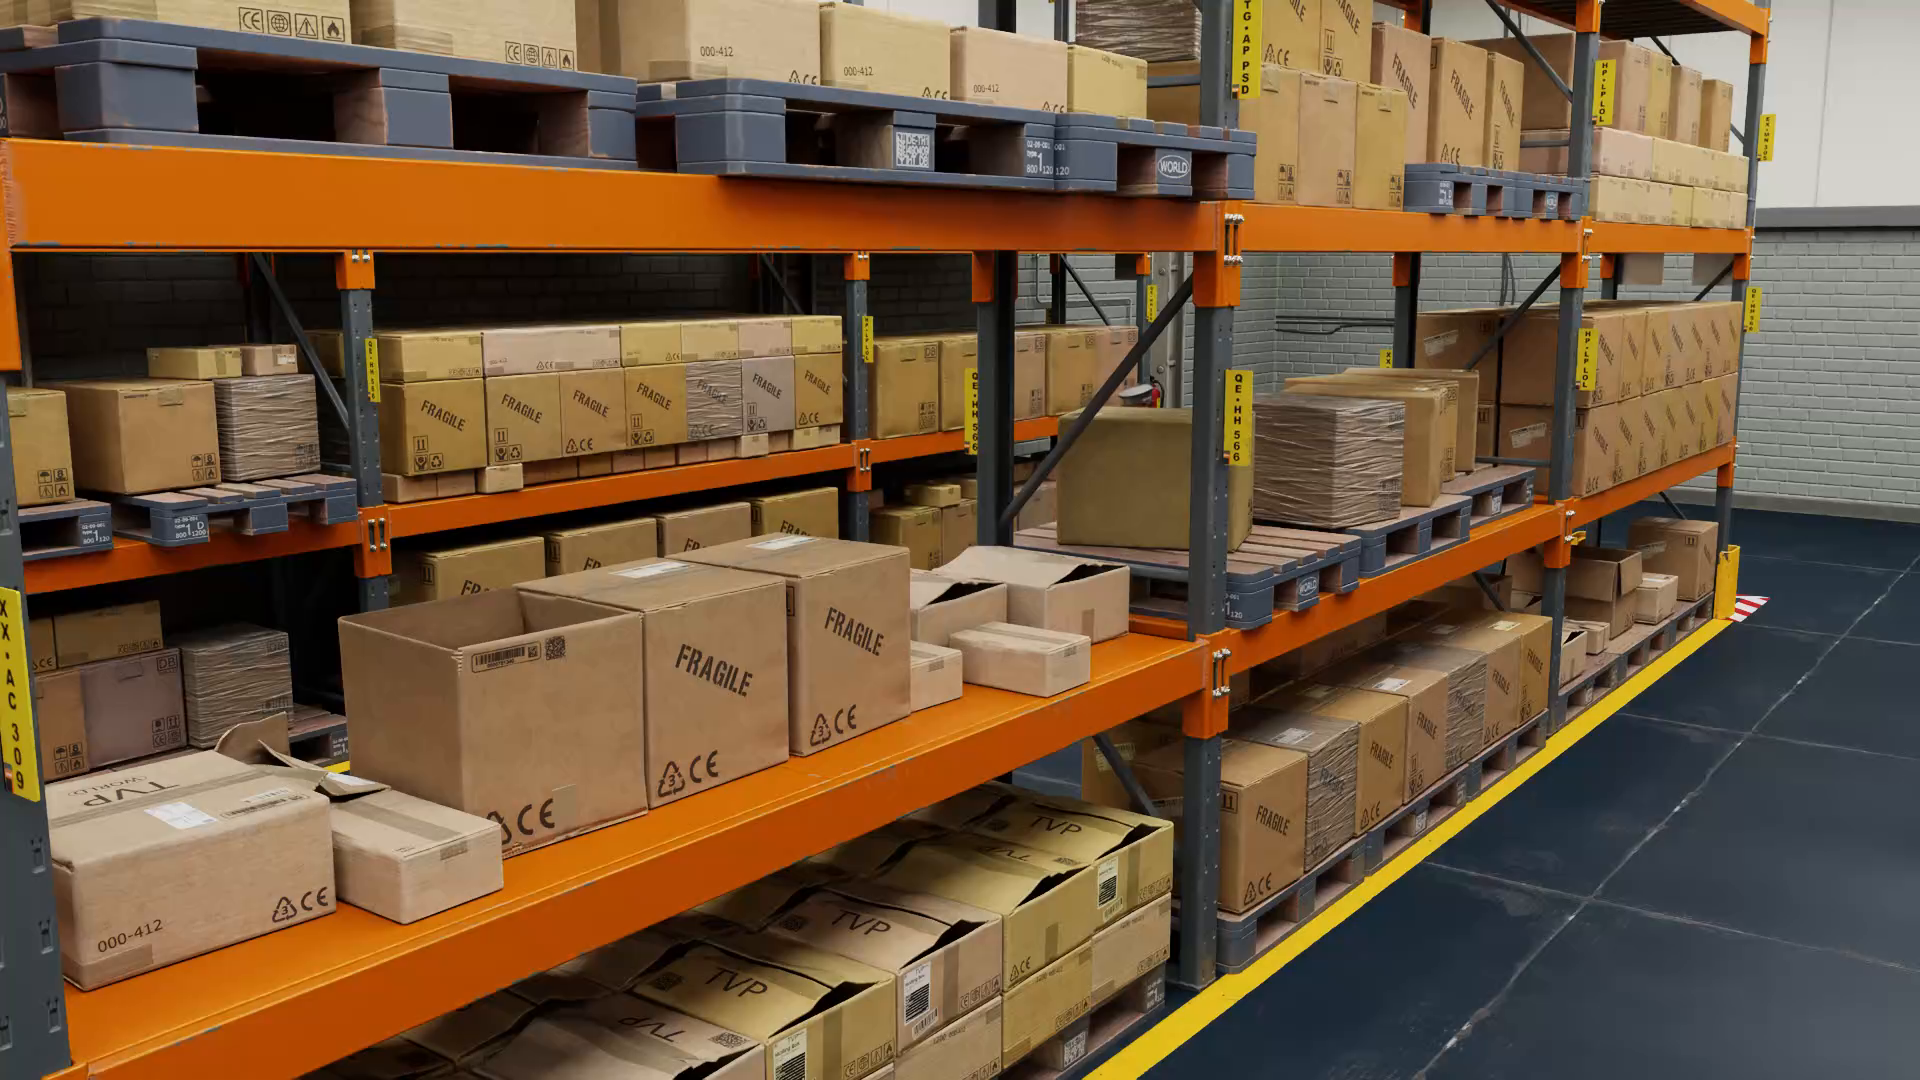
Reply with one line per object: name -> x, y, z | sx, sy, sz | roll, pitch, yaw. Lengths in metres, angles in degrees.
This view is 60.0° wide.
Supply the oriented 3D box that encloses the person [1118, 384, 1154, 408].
person -> 1.244, -0.256, 11.890 | 1.092, 1.708, 0.546 | -4, 11, -23
